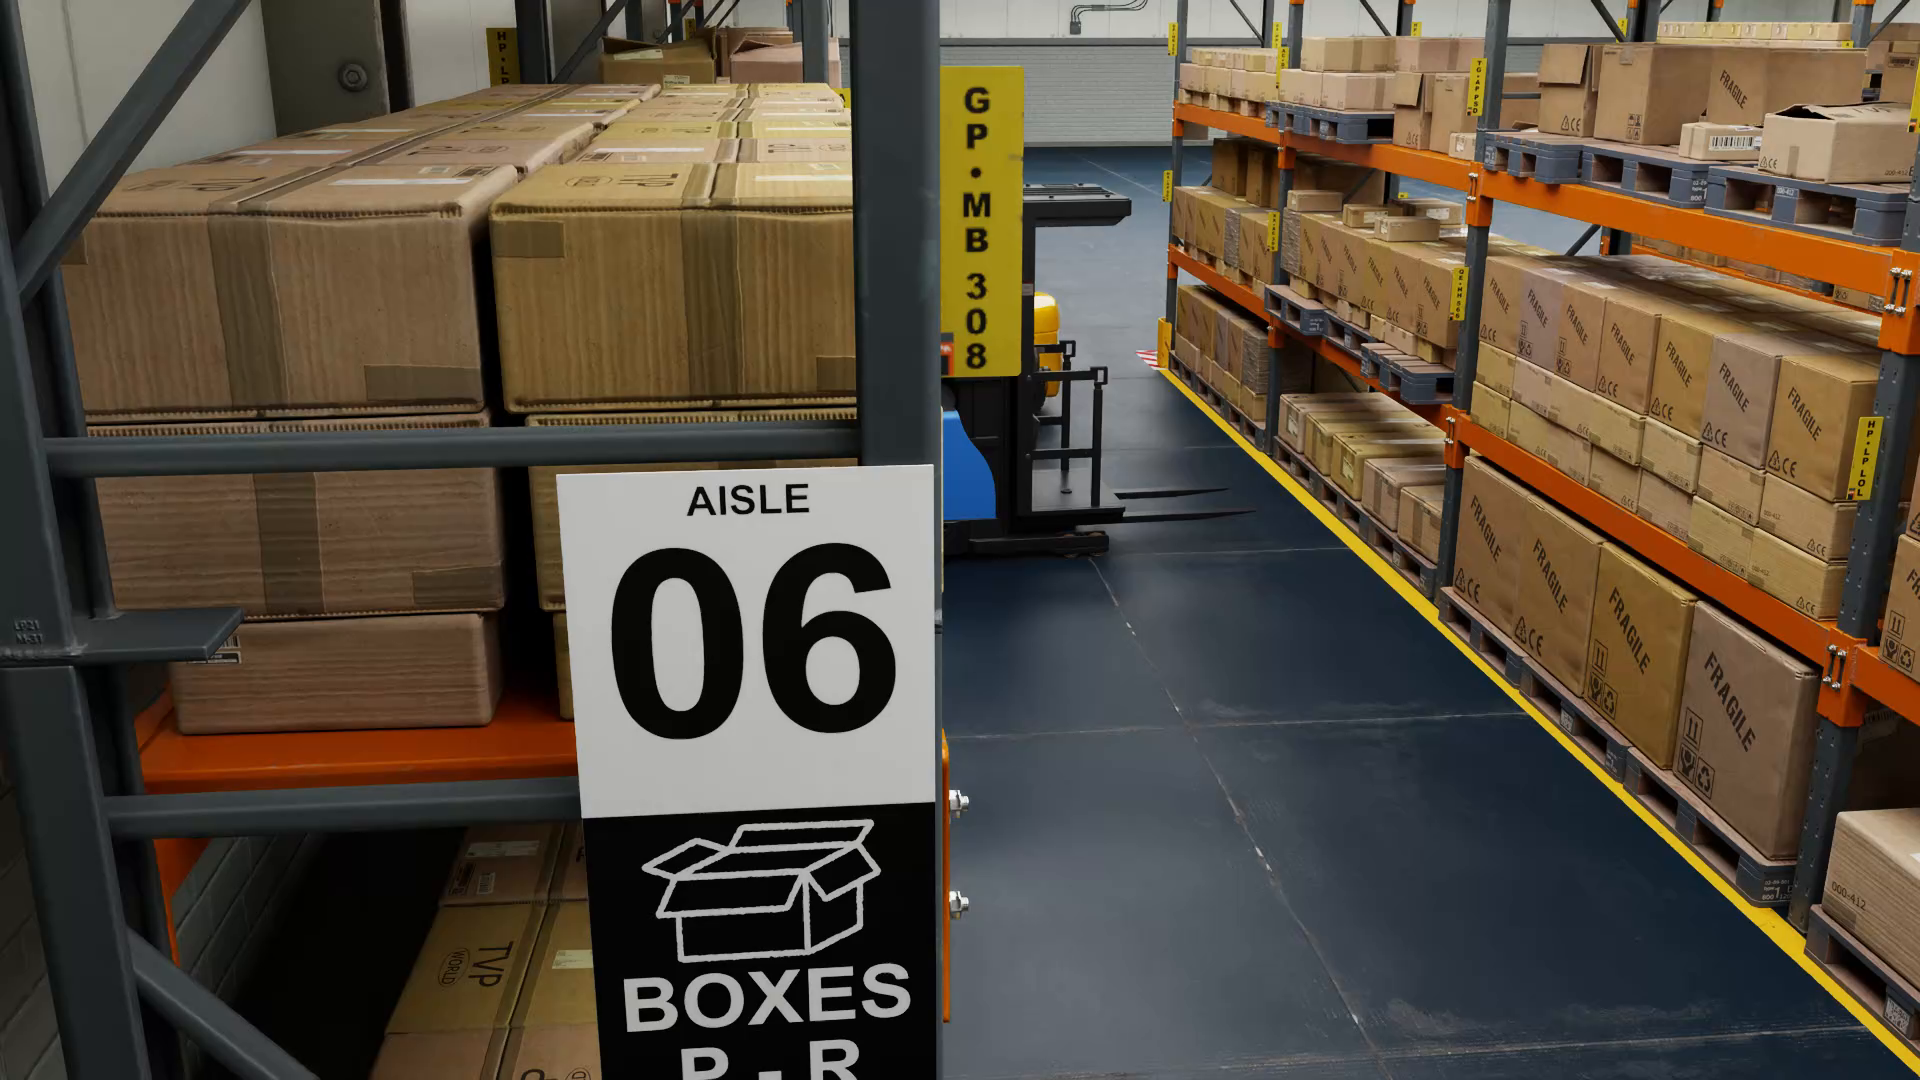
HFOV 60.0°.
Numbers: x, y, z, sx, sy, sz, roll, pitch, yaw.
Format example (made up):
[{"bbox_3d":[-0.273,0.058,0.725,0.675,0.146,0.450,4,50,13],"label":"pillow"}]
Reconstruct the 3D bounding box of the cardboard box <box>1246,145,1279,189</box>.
[{"bbox_3d":[3.233,-3.612,16.341,0.700,0.500,0.500,-2,18,-6],"label":"cardboard box"}]

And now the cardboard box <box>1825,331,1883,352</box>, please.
[{"bbox_3d":[4.162,-0.631,7.342,0.500,0.500,0.500,-2,18,-6],"label":"cardboard box"}]

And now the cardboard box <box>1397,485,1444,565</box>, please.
[{"bbox_3d":[3.540,-0.122,11.244,0.950,0.372,0.625,-3,18,-9],"label":"cardboard box"}]

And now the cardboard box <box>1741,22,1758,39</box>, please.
[{"bbox_3d":[7.605,-4.797,15.660,0.380,0.149,0.250,-2,18,-6],"label":"cardboard box"}]

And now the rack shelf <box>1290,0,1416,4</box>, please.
[{"bbox_3d":[3.382,-3.931,11.543,1.077,0.370,4.000,-2,18,-6],"label":"rack shelf"}]

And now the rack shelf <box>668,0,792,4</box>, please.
[{"bbox_3d":[-1.555,-3.776,11.051,1.077,0.370,4.000,-2,18,-6],"label":"rack shelf"}]

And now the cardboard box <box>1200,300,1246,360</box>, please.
[{"bbox_3d":[2.676,-2.075,16.417,0.500,0.500,0.500,-1,17,-5],"label":"cardboard box"}]

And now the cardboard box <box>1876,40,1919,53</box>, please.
[{"bbox_3d":[8.317,-4.286,14.698,0.500,0.250,0.500,-2,18,-5],"label":"cardboard box"}]

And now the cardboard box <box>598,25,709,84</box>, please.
[{"bbox_3d":[-1.096,-1.726,6.023,0.396,0.266,0.258,-2,18,-6],"label":"cardboard box"}]

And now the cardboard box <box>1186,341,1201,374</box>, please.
[{"bbox_3d":[2.617,-1.878,17.039,0.500,0.250,0.500,-1,17,-4],"label":"cardboard box"}]

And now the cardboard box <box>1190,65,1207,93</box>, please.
[{"bbox_3d":[2.593,-4.583,16.515,0.500,0.250,0.500,-2,18,-6],"label":"cardboard box"}]

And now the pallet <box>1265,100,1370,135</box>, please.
[{"bbox_3d":[3.134,-3.353,13.155,1.213,0.211,1.003,-2,18,-6],"label":"pallet"}]

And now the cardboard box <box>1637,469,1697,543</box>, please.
[{"bbox_3d":[3.620,-0.172,7.968,0.500,0.250,0.500,-2,18,-7],"label":"cardboard box"}]

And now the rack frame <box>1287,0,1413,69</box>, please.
[{"bbox_3d":[3.176,-5.061,13.274,1.000,3.000,0.127,-2,18,-6],"label":"rack frame"}]

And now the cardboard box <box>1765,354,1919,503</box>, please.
[{"bbox_3d":[3.705,-0.465,6.815,0.500,0.500,0.500,-1,17,-4],"label":"cardboard box"}]

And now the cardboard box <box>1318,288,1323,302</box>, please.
[{"bbox_3d":[3.041,-1.948,13.092,0.380,0.149,0.250,-1,17,-2],"label":"cardboard box"}]

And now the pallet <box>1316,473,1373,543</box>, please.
[{"bbox_3d":[3.387,-0.272,12.691,1.003,0.211,1.213,-2,18,-6],"label":"pallet"}]

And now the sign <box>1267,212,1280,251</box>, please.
[{"bbox_3d":[2.637,-2.593,13.982,0.100,0.325,0.005,-2,18,-6],"label":"sign"}]

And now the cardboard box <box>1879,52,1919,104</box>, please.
[{"bbox_3d":[4.199,-1.766,6.918,0.500,0.500,0.500,-2,18,-7],"label":"cardboard box"}]

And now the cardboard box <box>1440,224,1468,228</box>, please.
[{"bbox_3d":[3.551,-2.156,12.673,0.500,0.500,0.500,-1,17,-4],"label":"cardboard box"}]

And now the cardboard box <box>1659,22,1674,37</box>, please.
[{"bbox_3d":[7.446,-5.253,17.114,0.380,0.149,0.250,-2,18,-6],"label":"cardboard box"}]

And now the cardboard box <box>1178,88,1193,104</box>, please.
[{"bbox_3d":[2.475,-4.593,17.210,0.380,0.149,0.250,-2,18,-6],"label":"cardboard box"}]

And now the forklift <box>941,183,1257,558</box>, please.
[{"bbox_3d":[0.615,-1.428,11.832,3.031,2.935,1.130,-3,18,-9],"label":"forklift"}]

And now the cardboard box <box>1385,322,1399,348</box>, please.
[{"bbox_3d":[3.132,-1.404,11.361,0.380,0.149,0.250,-3,18,-8],"label":"cardboard box"}]

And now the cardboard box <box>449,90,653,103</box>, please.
[{"bbox_3d":[-1.099,-1.090,4.554,0.500,0.250,0.500,-2,18,-7],"label":"cardboard box"}]

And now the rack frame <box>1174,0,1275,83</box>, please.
[{"bbox_3d":[2.763,-6.253,17.070,1.000,3.000,0.127,-2,18,-6],"label":"rack frame"}]

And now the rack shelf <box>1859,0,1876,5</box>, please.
[{"bbox_3d":[8.295,-4.114,12.126,1.077,0.370,4.000,-2,18,-6],"label":"rack shelf"}]

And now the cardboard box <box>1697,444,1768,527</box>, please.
[{"bbox_3d":[3.655,-0.255,7.396,0.500,0.250,0.500,-1,17,-4],"label":"cardboard box"}]

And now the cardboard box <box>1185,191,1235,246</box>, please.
[{"bbox_3d":[2.593,-3.276,16.941,0.500,0.500,0.500,-1,17,-4],"label":"cardboard box"}]

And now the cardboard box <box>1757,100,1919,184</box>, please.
[{"bbox_3d":[3.701,-1.660,6.897,0.500,0.311,0.500,-2,18,-6],"label":"cardboard box"}]

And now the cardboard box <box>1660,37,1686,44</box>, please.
[{"bbox_3d":[7.525,-5.020,17.037,0.500,0.250,0.500,-2,18,-6],"label":"cardboard box"}]

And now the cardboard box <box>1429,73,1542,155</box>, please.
[{"bbox_3d":[3.501,-2.768,10.813,0.700,0.500,0.500,-2,18,-6],"label":"cardboard box"}]

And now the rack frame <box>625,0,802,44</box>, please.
[{"bbox_3d":[-1.348,-3.715,8.986,1.000,3.000,0.127,-2,18,-6],"label":"rack frame"}]

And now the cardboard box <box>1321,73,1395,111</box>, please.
[{"bbox_3d":[2.965,-3.272,12.132,0.500,0.250,0.500,-2,18,-6],"label":"cardboard box"}]

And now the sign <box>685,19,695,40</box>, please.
[{"bbox_3d":[-2.726,-5.106,16.835,0.100,0.325,0.005,-2,18,-6],"label":"sign"}]

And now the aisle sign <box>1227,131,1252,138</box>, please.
[{"bbox_3d":[3.045,-4.658,17.666,0.394,0.787,0.004,-2,18,-6],"label":"aisle sign"}]

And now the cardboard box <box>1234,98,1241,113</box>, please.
[{"bbox_3d":[2.775,-4.058,15.507,0.380,0.149,0.250,-2,18,-6],"label":"cardboard box"}]

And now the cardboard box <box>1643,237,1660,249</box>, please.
[{"bbox_3d":[7.838,-3.373,17.661,0.875,0.550,0.550,-2,18,-6],"label":"cardboard box"}]

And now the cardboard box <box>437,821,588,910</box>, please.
[{"bbox_3d":[-0.987,0.875,4.137,0.500,0.250,0.500,-2,18,-6],"label":"cardboard box"}]

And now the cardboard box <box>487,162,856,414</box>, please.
[{"bbox_3d":[-0.319,-0.349,2.192,0.500,0.250,0.500,-2,18,-6],"label":"cardboard box"}]

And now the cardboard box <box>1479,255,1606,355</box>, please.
[{"bbox_3d":[3.396,-1.377,9.719,0.500,0.500,0.500,-2,18,-7],"label":"cardboard box"}]

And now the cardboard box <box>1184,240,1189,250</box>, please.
[{"bbox_3d":[2.592,-3.163,17.663,0.380,0.149,0.250,-2,18,-5],"label":"cardboard box"}]

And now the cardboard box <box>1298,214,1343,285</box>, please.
[{"bbox_3d":[2.991,-2.291,13.101,0.500,0.500,0.500,-2,18,-5],"label":"cardboard box"}]

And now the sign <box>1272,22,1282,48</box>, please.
[{"bbox_3d":[3.317,-5.255,17.422,0.100,0.325,0.005,-2,18,-6],"label":"sign"}]

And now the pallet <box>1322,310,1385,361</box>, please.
[{"bbox_3d":[3.344,-1.504,12.280,1.003,0.211,1.213,-2,18,-6],"label":"pallet"}]

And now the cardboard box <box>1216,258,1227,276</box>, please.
[{"bbox_3d":[2.672,-2.620,15.935,0.380,0.149,0.250,-2,18,-5],"label":"cardboard box"}]

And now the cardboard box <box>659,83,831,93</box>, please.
[{"bbox_3d":[-0.644,-1.258,5.087,0.500,0.250,0.500,-2,18,-5],"label":"cardboard box"}]

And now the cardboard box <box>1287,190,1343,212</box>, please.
[{"bbox_3d":[2.873,-2.747,13.472,0.380,0.149,0.250,-2,18,-6],"label":"cardboard box"}]

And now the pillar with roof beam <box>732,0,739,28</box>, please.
[{"bbox_3d":[-1.810,-14.934,44.722,9.100,9.000,0.400,-2,18,-6],"label":"pillar with roof beam"}]
